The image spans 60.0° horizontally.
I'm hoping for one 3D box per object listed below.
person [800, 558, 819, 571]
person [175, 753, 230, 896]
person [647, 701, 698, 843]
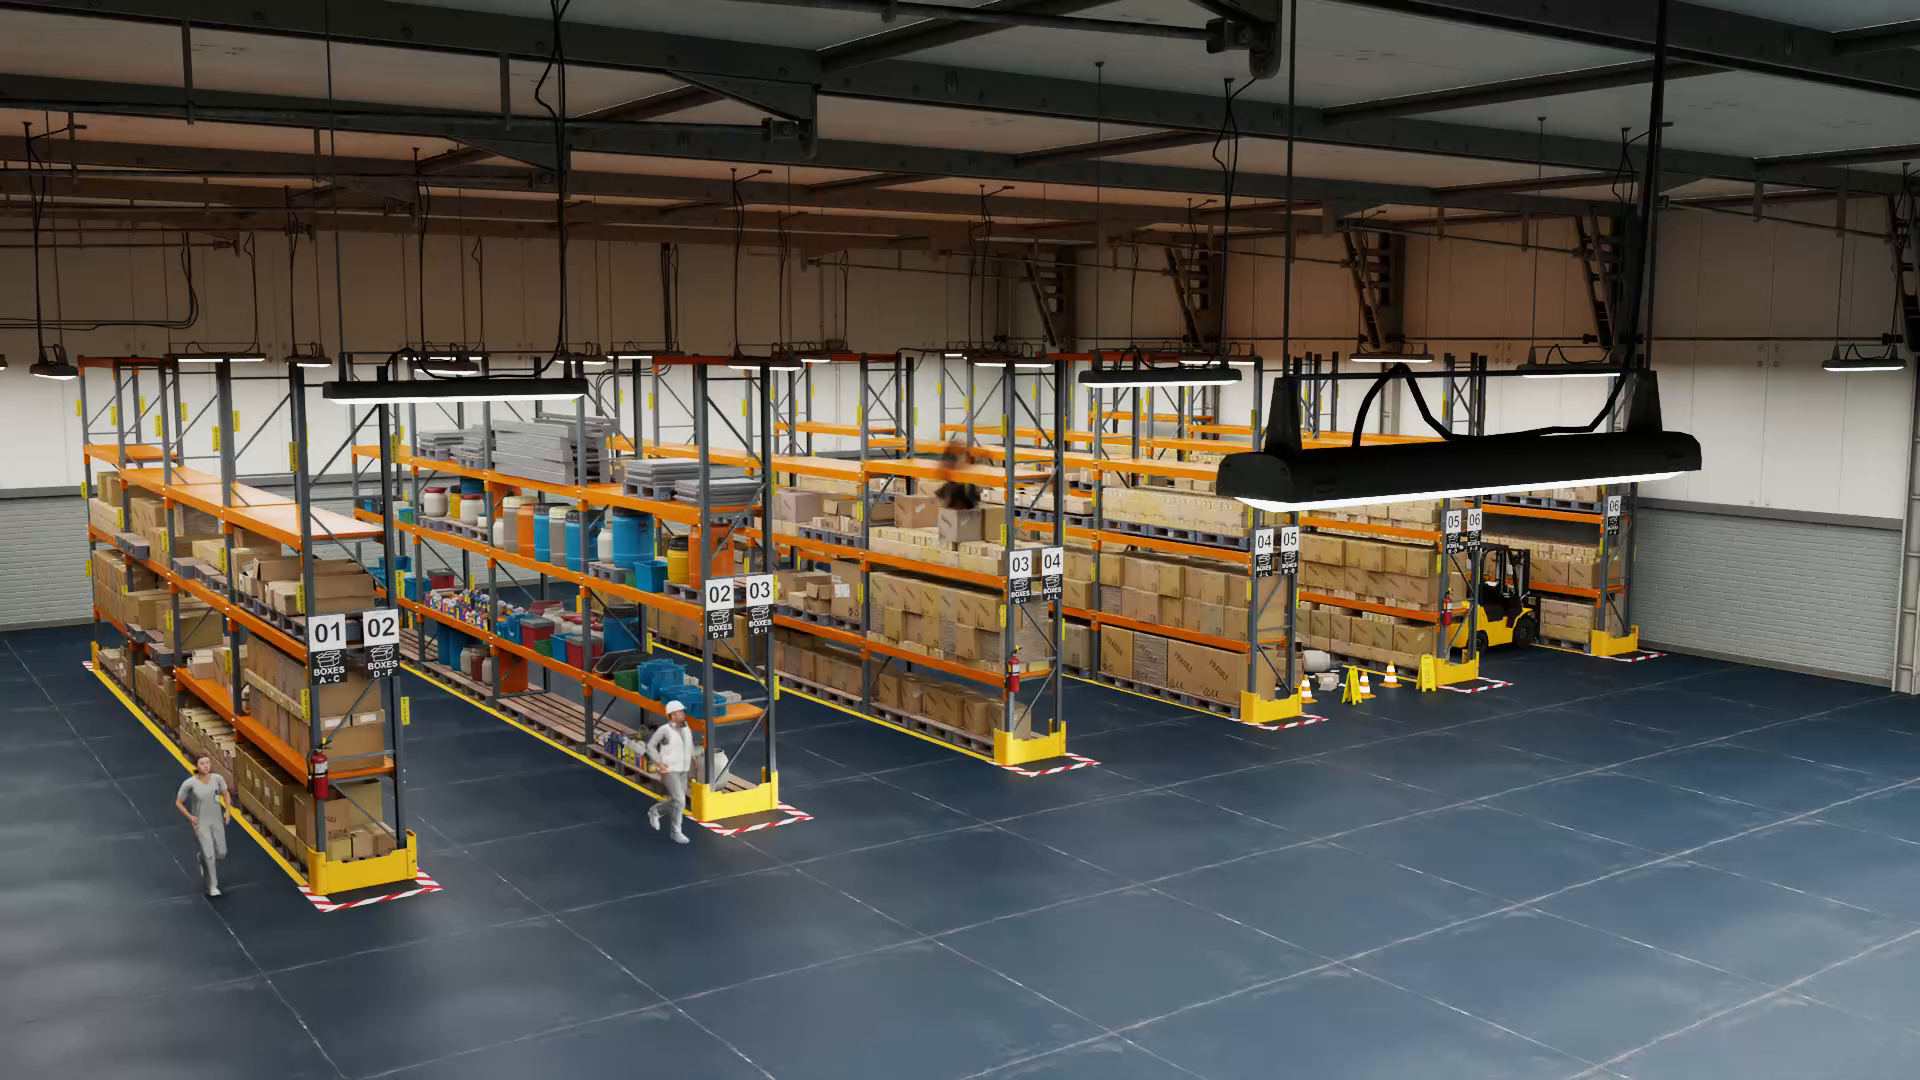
[{"bbox_3d":[-3.832,0.439,42.036,0.792,1.603,0.676,3,7,20],"label":"person"},{"bbox_3d":[-8.642,3.221,19.015,0.592,1.627,0.664,-7,10,-43],"label":"person"},{"bbox_3d":[-3.655,2.919,21.181,0.726,1.753,0.695,4,8,31],"label":"person"}]
